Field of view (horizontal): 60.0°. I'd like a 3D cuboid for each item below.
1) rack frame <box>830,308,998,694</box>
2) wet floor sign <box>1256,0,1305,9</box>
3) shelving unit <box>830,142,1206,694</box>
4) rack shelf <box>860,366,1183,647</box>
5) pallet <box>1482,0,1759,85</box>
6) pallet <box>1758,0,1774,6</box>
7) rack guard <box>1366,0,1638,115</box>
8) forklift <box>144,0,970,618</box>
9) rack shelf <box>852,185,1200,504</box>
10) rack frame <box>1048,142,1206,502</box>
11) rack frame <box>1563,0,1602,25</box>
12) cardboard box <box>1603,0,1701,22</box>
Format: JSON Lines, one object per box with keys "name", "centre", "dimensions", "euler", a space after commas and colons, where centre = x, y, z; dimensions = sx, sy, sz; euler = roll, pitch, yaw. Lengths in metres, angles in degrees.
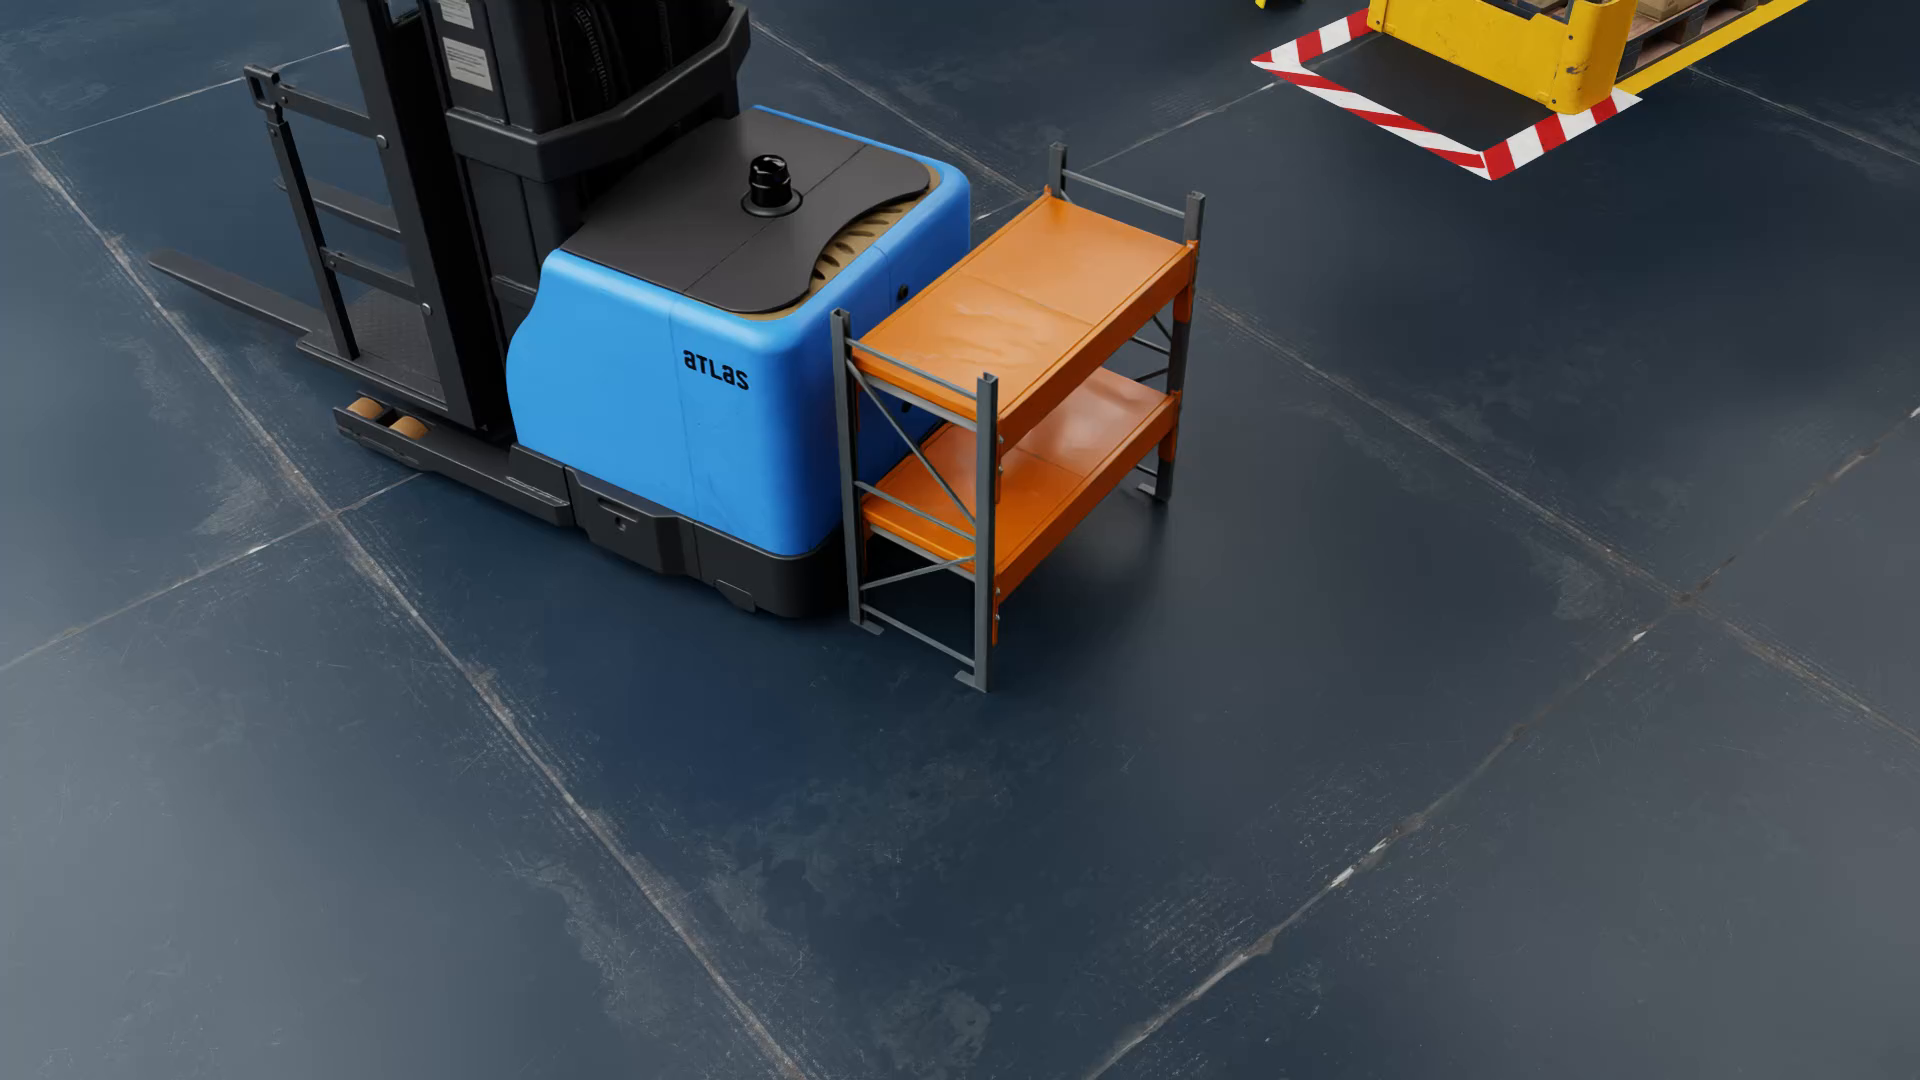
{"name": "rack frame", "centre": [-0.119, -0.075, 4.509], "dimensions": [0.500, 1.125, 0.032], "euler": [26, 49, 25]}
{"name": "wet floor sign", "centre": [1.507, -2.887, 7.853], "dimensions": [0.232, 0.644, 0.267], "euler": [-14, 45, -14]}
{"name": "shelving unit", "centre": [0.177, -0.358, 4.810], "dimensions": [0.538, 1.125, 1.048], "euler": [26, 49, 25]}
{"name": "rack shelf", "centre": [0.177, -0.180, 4.977], "dimensions": [0.538, 0.278, 1.000], "euler": [26, 49, 25]}
{"name": "pallet", "centre": [3.043, -2.622, 7.888], "dimensions": [1.213, 0.211, 1.003], "euler": [-30, 51, -28]}
{"name": "pallet", "centre": [3.978, -3.155, 8.455], "dimensions": [1.213, 0.211, 1.003], "euler": [-30, 51, -28]}
{"name": "rack guard", "centre": [2.397, -2.389, 7.429], "dimensions": [0.348, 0.500, 1.175], "euler": [-30, 51, -28]}
{"name": "forklift", "centre": [-1.484, -1.597, 4.810], "dimensions": [3.031, 2.935, 1.130], "euler": [22, 48, 22]}
{"name": "rack shelf", "centre": [0.177, -0.572, 4.610], "dimensions": [0.538, 0.278, 1.000], "euler": [26, 49, 25]}
{"name": "rack frame", "centre": [0.472, -0.642, 5.111], "dimensions": [0.500, 1.125, 0.032], "euler": [26, 49, 25]}
{"name": "rack frame", "centre": [2.339, -3.267, 6.537], "dimensions": [0.127, 3.000, 1.000], "euler": [-30, 51, -28]}
{"name": "cardboard box", "centre": [3.135, -2.627, 7.558], "dimensions": [0.500, 0.250, 0.500], "euler": [-30, 51, -28]}
